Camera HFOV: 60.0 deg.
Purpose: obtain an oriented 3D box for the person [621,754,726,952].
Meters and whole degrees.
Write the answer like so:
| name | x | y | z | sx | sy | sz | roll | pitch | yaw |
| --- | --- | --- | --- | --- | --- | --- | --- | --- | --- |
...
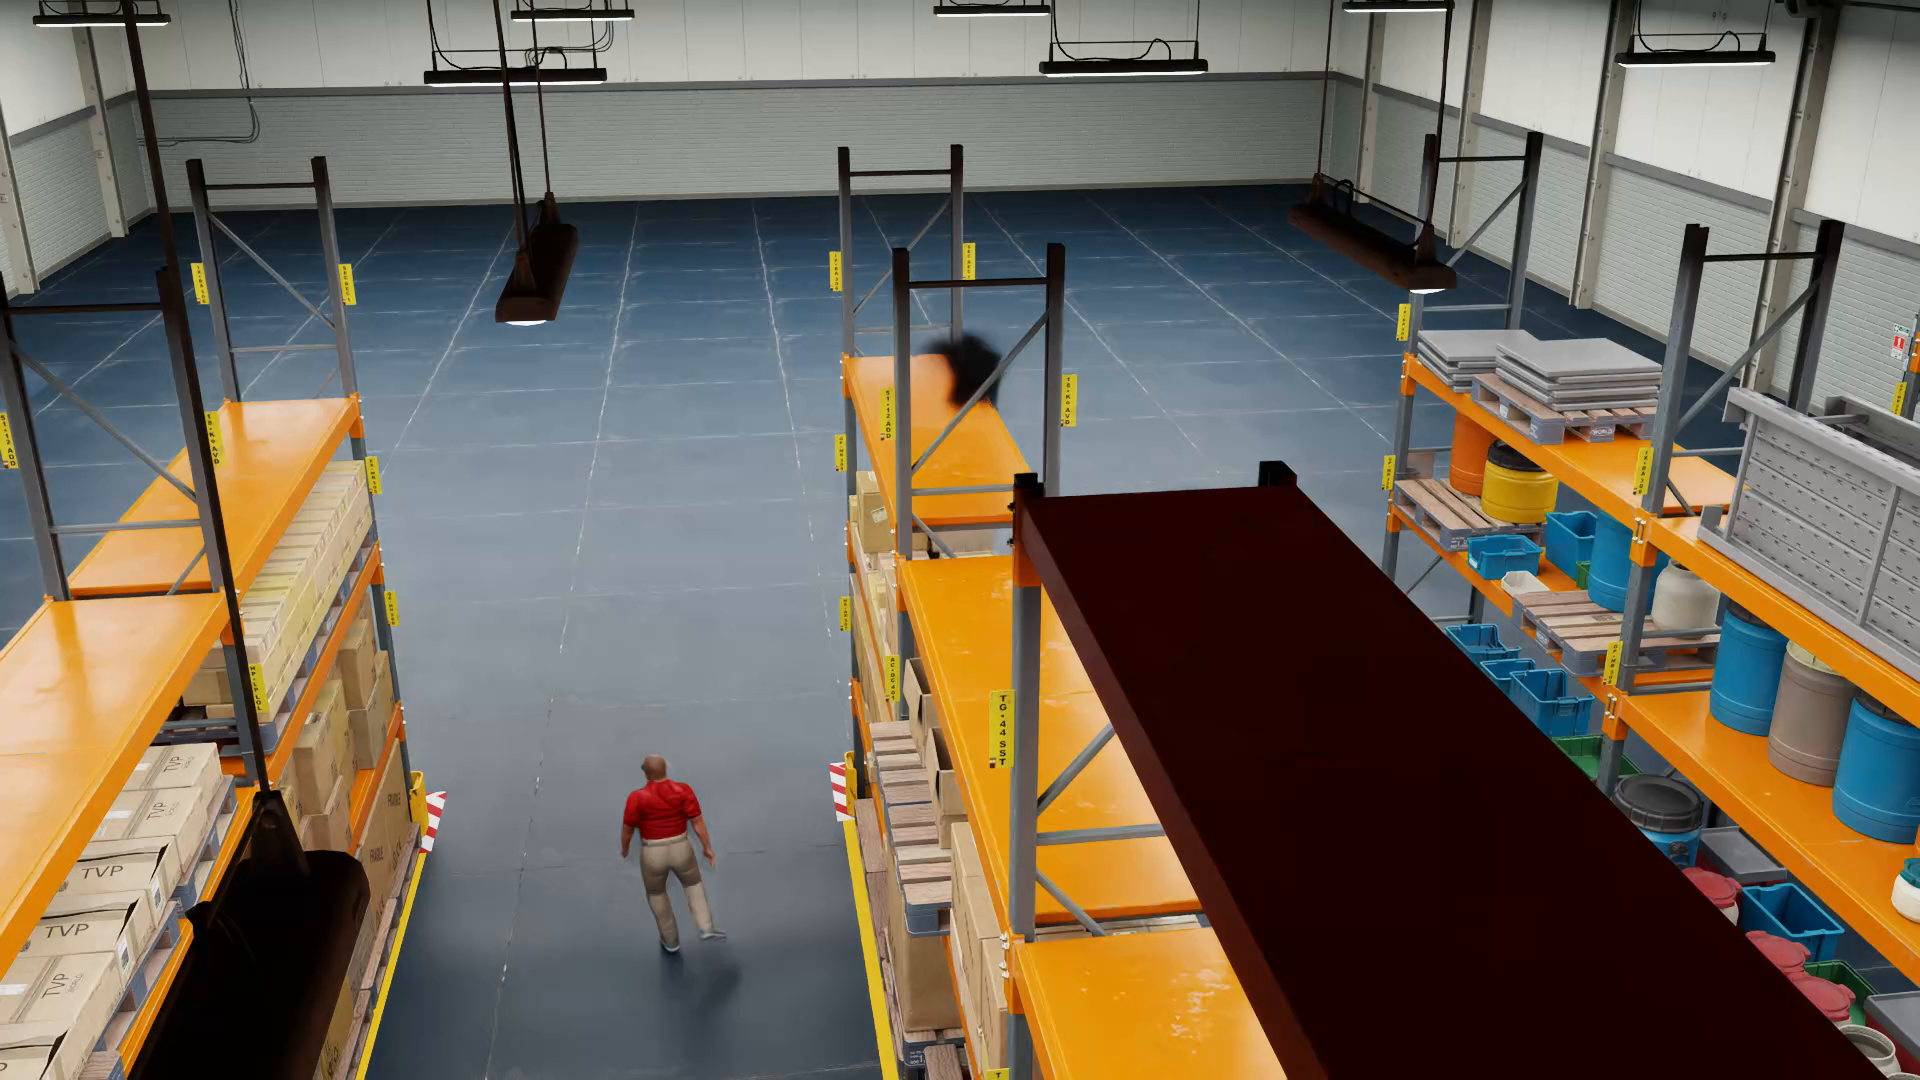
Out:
| name | x | y | z | sx | sy | sz | roll | pitch | yaw |
| --- | --- | --- | --- | --- | --- | --- | --- | --- | --- |
| person | -2.263 | 2.486 | 13.053 | 0.714 | 1.693 | 0.681 | -8 | 23 | -18 |
